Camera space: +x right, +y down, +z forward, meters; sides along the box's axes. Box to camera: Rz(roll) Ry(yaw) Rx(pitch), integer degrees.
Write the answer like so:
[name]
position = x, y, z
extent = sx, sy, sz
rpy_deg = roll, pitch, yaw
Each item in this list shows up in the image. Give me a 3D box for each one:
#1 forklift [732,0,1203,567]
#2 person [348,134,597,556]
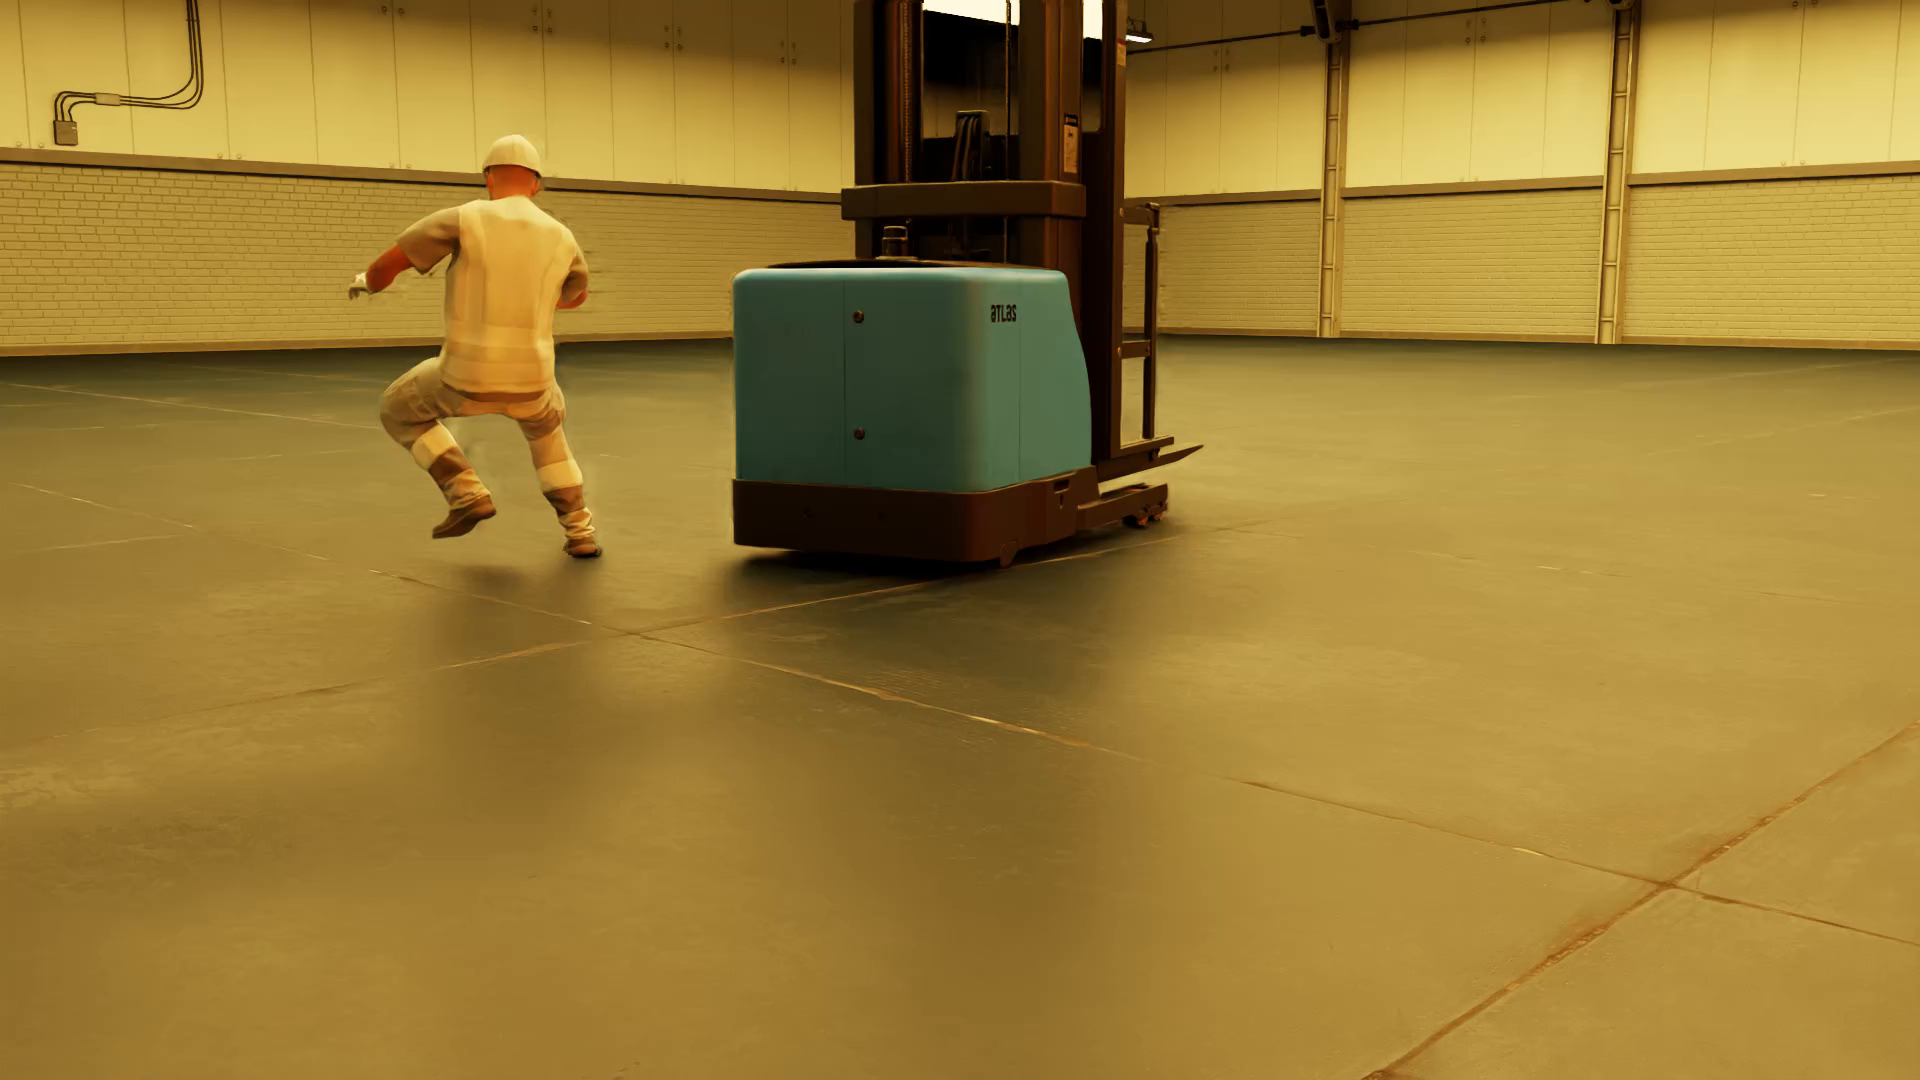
[forklift]
position = 0.260, -1.532, 7.050
extent = 1.130, 2.935, 3.031
rpy_deg = 4, 10, 26
[person]
position = -1.717, -0.659, 6.052
extent = 0.865, 1.577, 0.778
rpy_deg = -6, 11, -35
